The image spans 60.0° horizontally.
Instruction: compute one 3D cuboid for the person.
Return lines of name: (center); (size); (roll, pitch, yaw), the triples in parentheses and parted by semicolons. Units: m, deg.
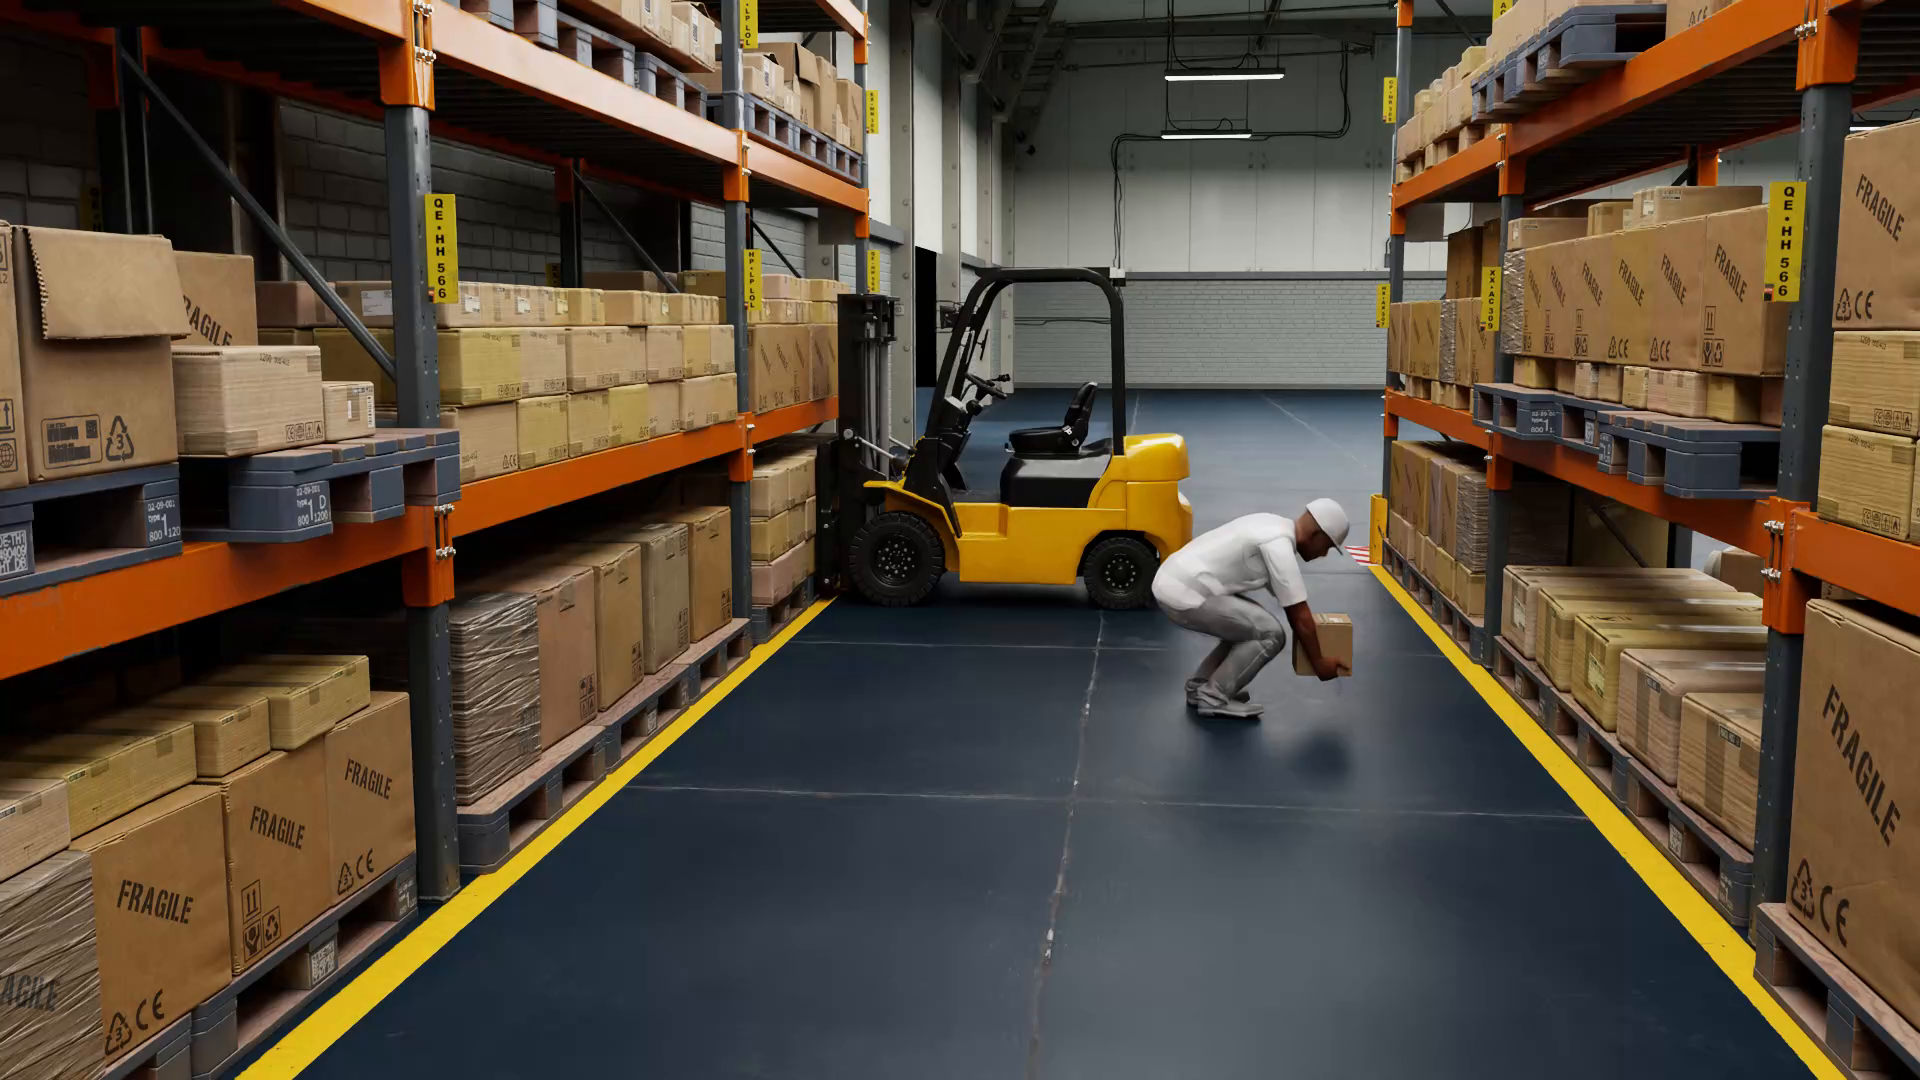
person: (1.356, 0.305, 7.802); (0.911, 1.010, 0.534); (1, 8, 5)
